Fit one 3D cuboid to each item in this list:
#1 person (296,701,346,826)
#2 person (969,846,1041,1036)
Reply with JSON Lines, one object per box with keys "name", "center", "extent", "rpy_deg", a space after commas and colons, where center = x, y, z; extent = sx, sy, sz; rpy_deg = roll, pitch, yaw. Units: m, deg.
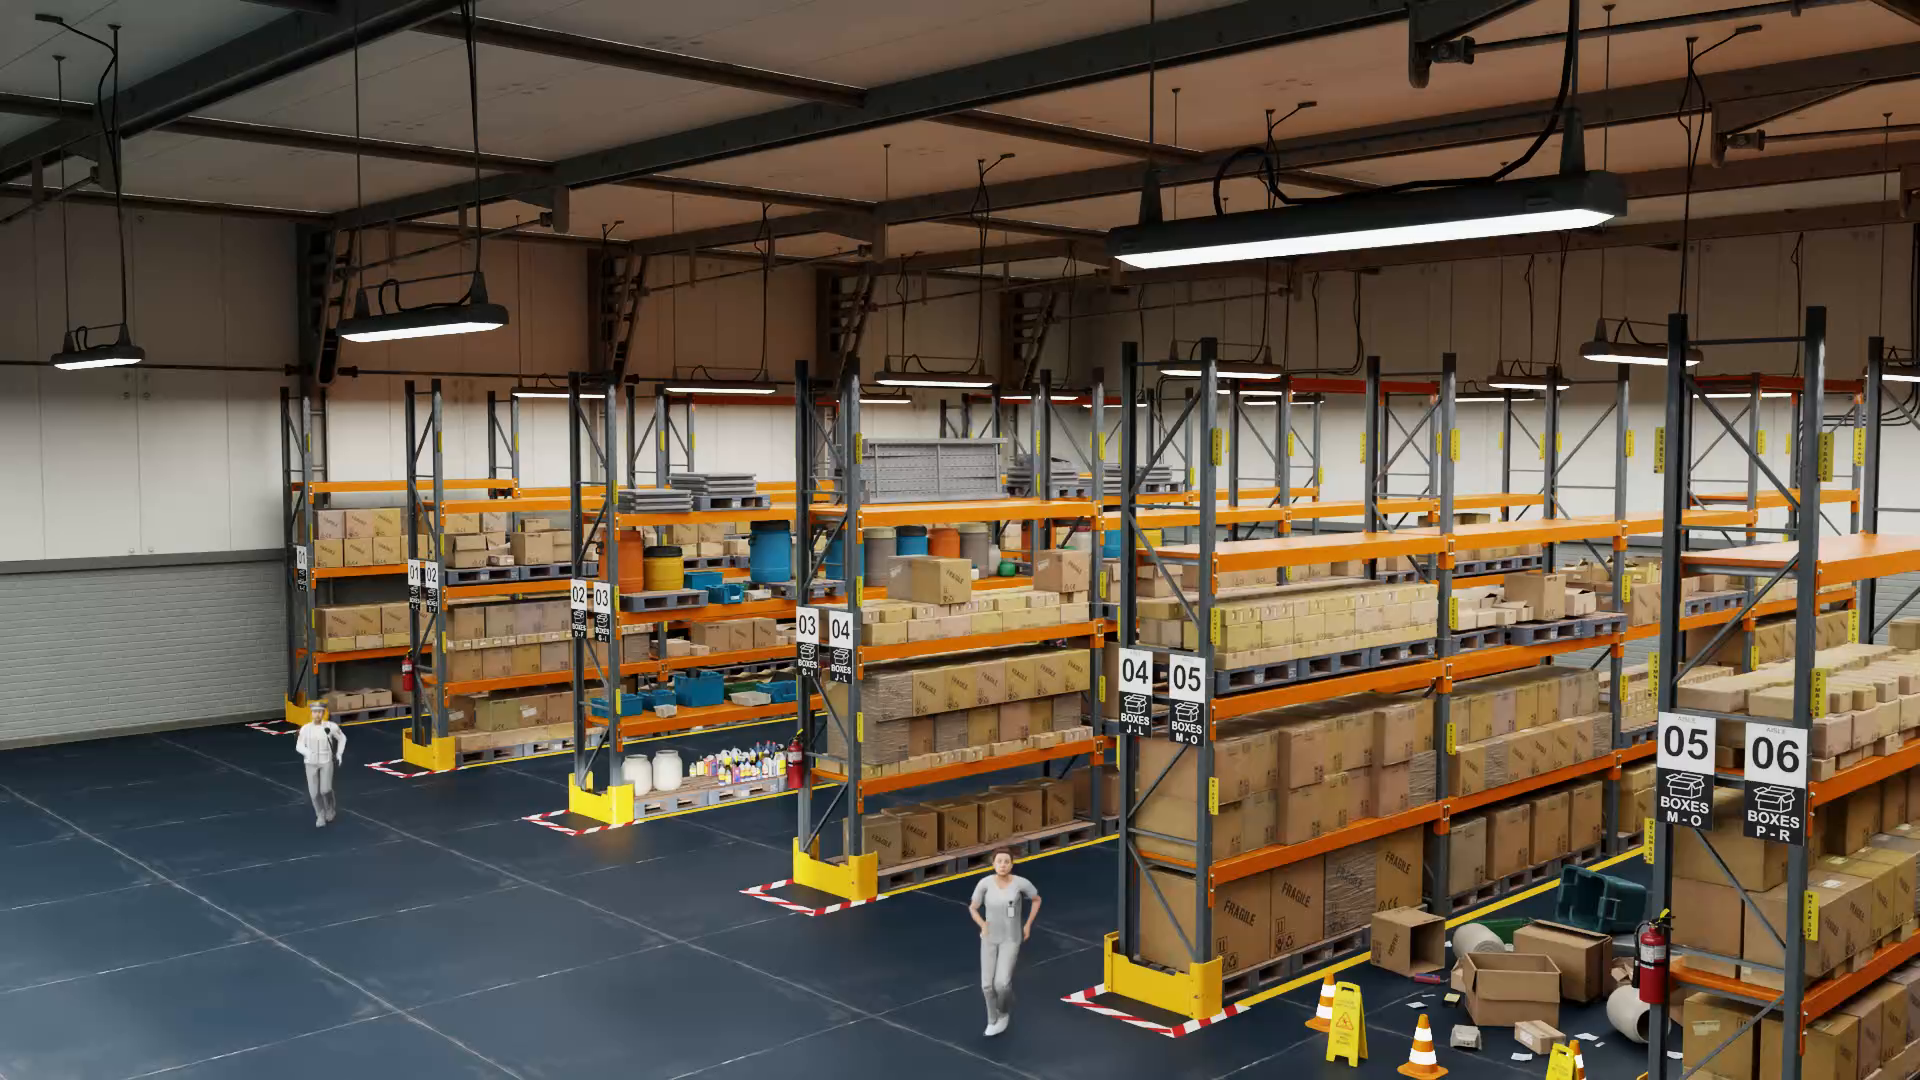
{"name": "person", "center": [-8.379, 2.937, 21.783], "extent": [0.596, 1.660, 0.577], "rpy_deg": [-1, 4, -13]}
{"name": "person", "center": [0.358, 3.438, 14.168], "extent": [0.587, 1.650, 0.580], "rpy_deg": [1, 4, 14]}
